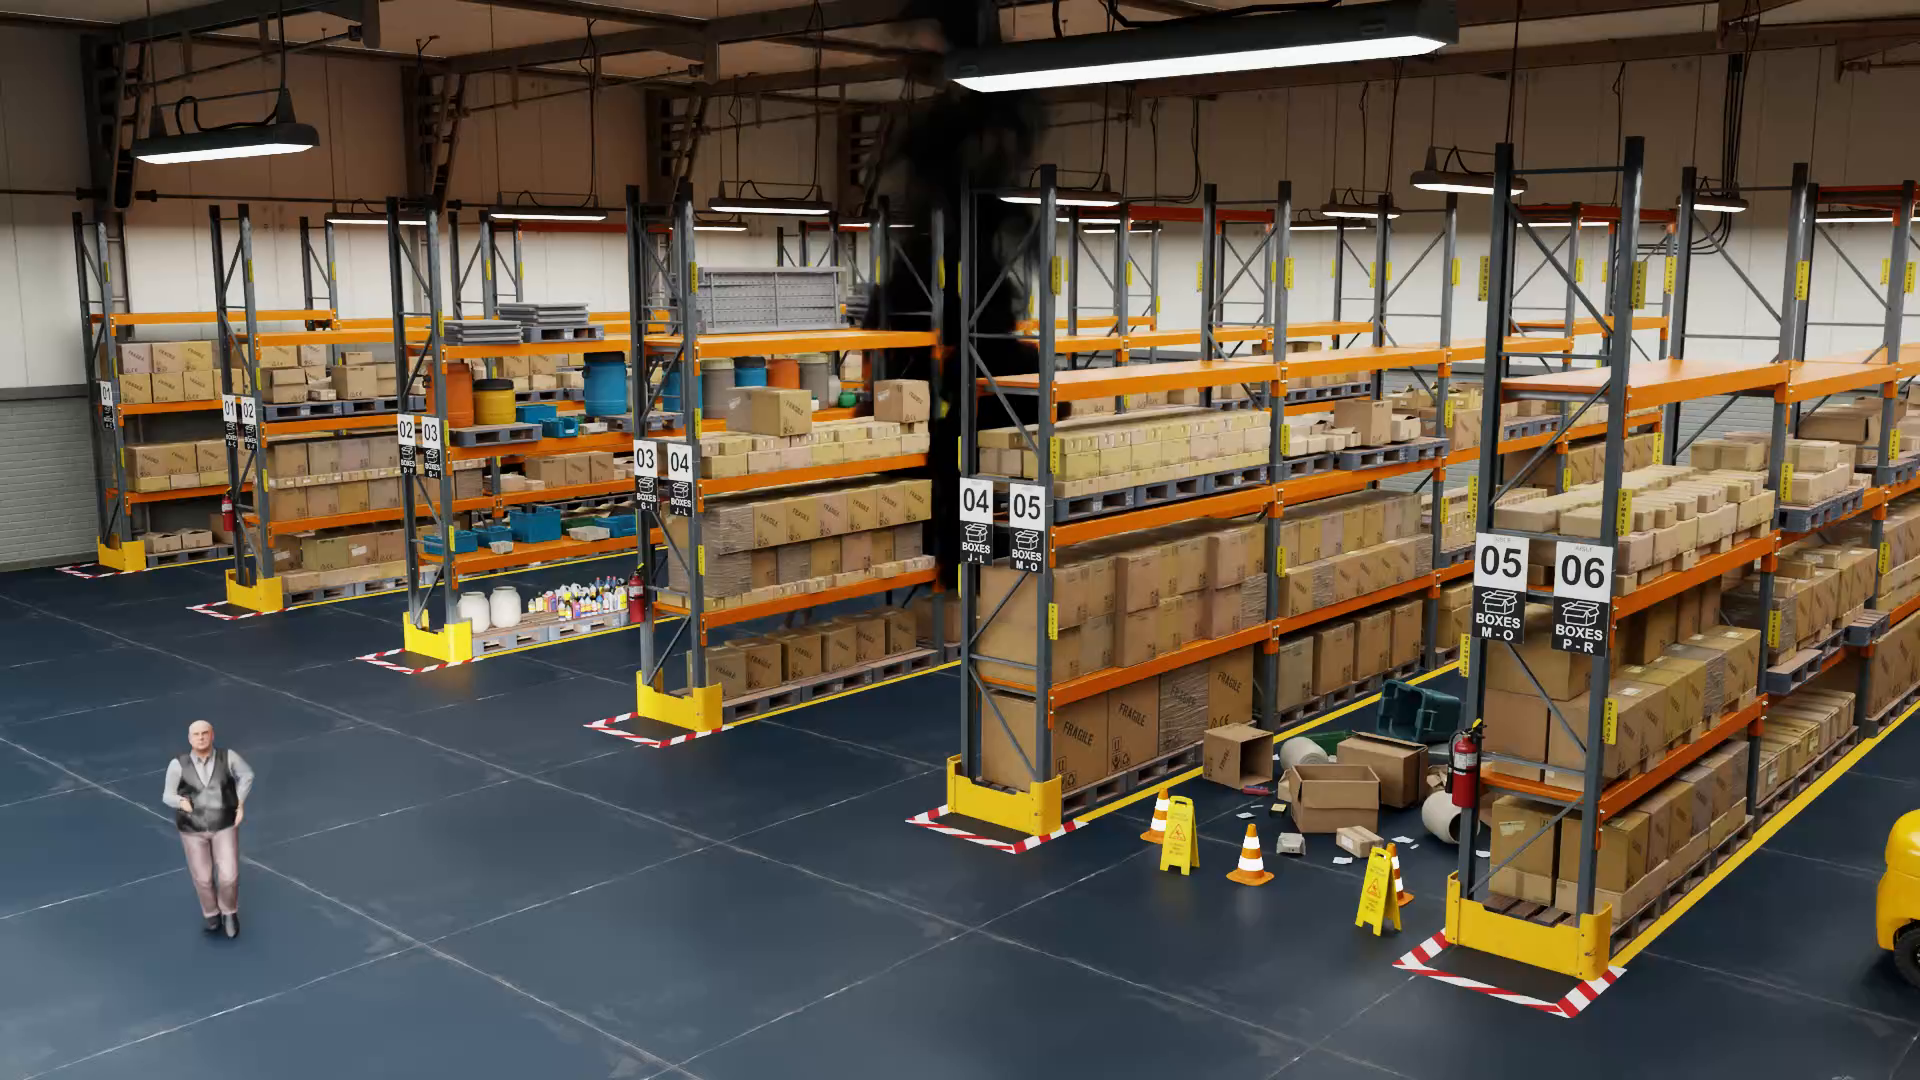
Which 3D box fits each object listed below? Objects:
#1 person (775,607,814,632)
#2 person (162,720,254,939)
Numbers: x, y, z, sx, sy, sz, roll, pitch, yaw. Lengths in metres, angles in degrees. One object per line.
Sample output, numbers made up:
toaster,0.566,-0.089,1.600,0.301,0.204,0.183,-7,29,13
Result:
person,-2.222,0.384,22.153,0.579,1.688,0.852,7,12,34
person,-5.732,2.239,12.725,0.641,1.728,0.658,-4,10,-21
